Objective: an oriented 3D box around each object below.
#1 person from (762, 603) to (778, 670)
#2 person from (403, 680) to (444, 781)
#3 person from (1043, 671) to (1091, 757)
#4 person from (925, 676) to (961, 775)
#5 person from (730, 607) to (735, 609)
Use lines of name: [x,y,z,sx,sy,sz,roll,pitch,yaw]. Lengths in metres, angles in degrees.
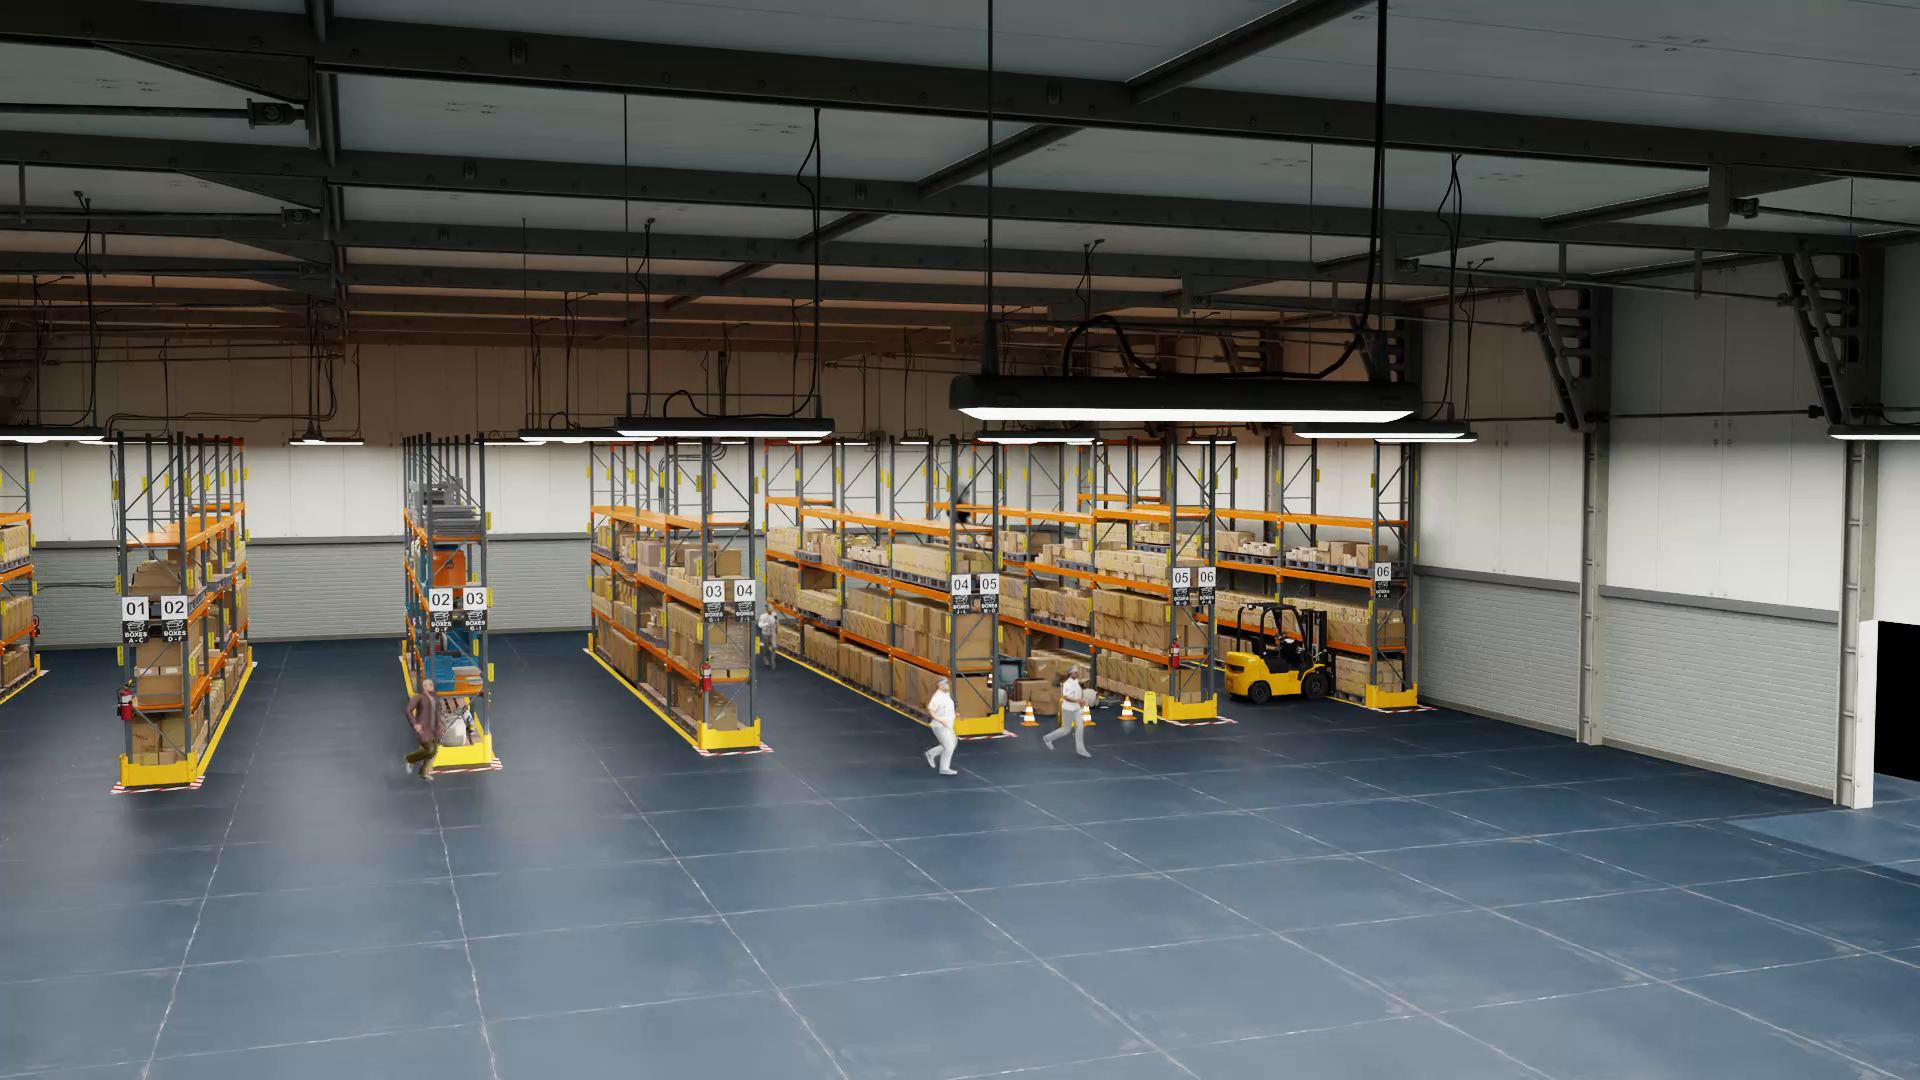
person: [-4.947,2.499,43.274,0.443,1.761,0.844,-1,3,-18]
person: [-9.224,3.272,28.789,0.652,1.699,0.750,1,3,23]
person: [2.028,3.194,30.999,0.908,1.652,0.588,2,4,30]
person: [-0.339,3.234,29.138,0.664,1.740,0.656,1,3,21]
person: [-6.724,2.205,48.776,0.681,1.644,0.890,2,4,37]
